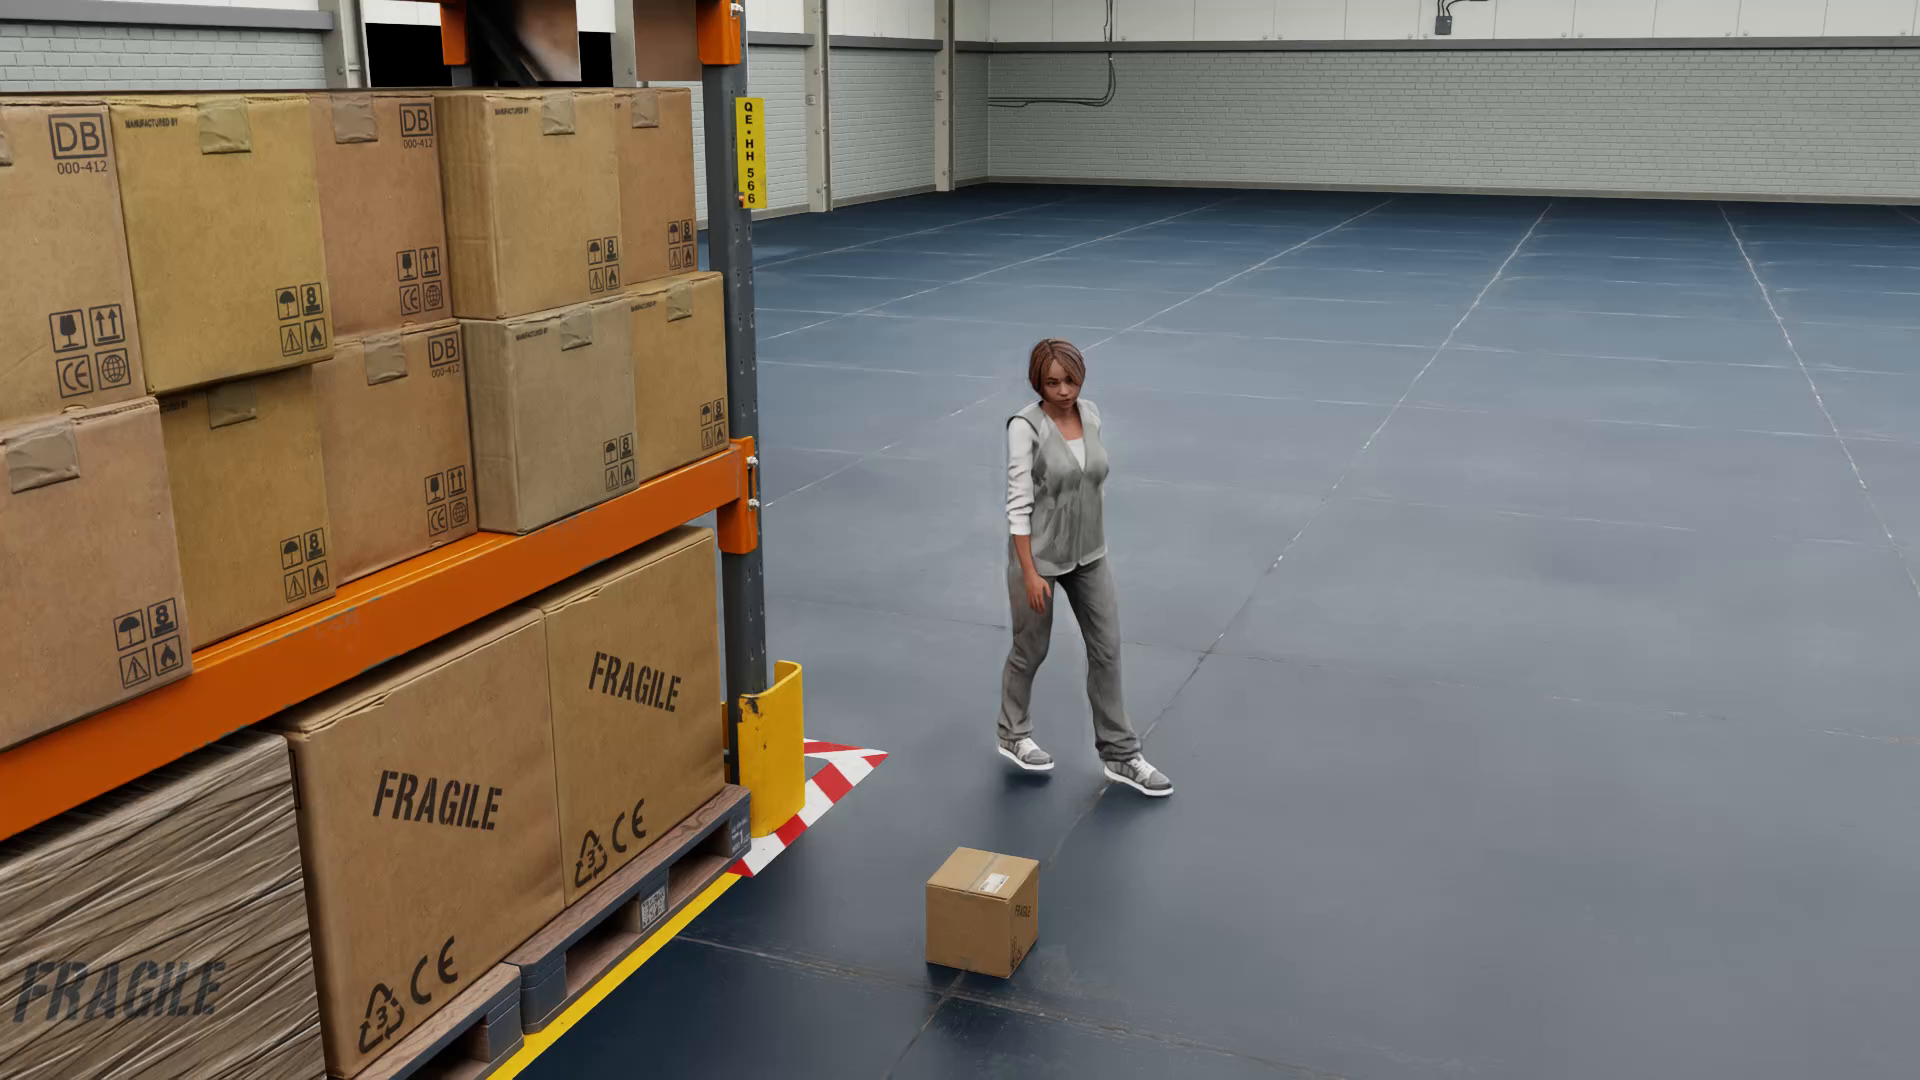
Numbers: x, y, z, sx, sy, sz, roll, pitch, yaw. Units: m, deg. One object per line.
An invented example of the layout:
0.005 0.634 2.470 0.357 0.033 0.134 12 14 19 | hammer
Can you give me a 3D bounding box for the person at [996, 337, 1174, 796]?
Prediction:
0.375 0.086 5.708 0.486 1.580 0.663 -10 18 -31 | person
